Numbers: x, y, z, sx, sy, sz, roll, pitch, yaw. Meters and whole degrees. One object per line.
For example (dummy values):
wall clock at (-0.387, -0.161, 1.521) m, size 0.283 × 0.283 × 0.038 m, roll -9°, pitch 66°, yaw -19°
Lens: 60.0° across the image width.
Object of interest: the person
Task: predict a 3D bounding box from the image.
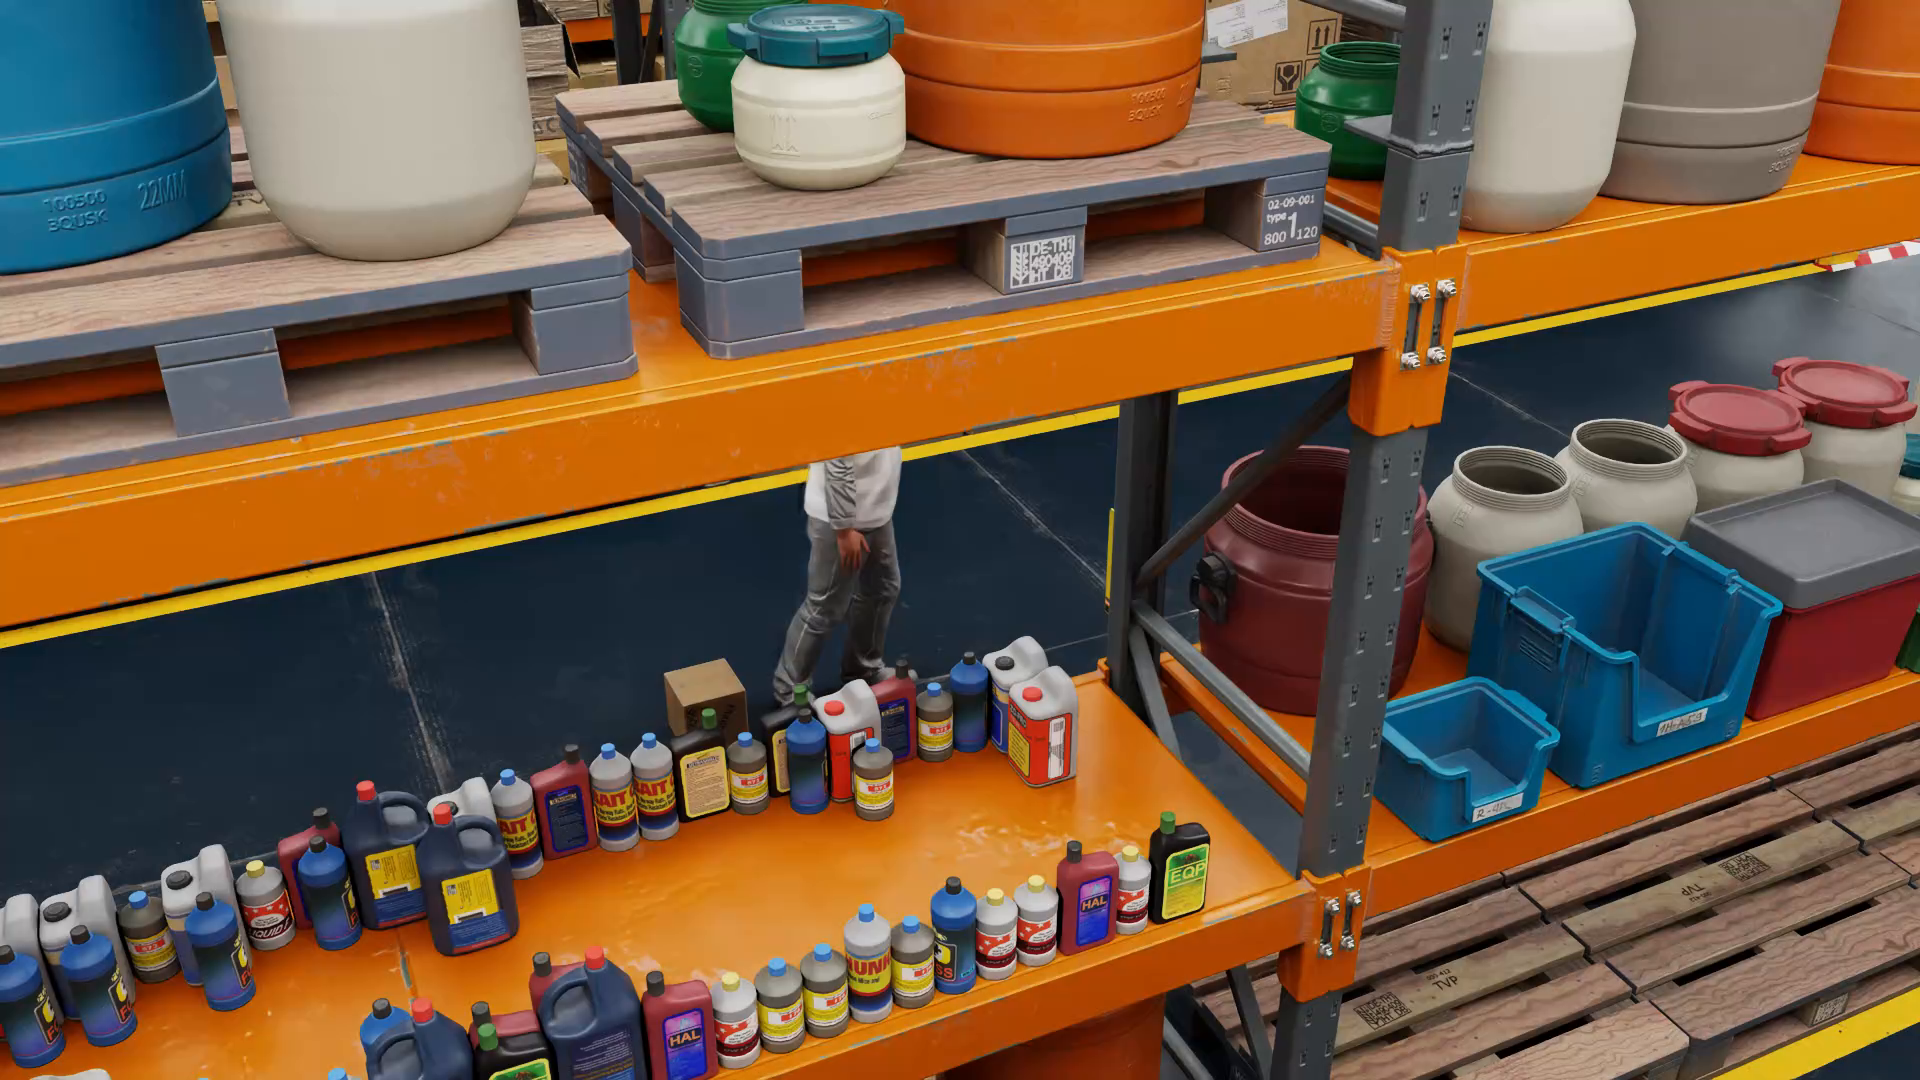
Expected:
person at (-0.464, -0.137, 6.351) m, size 0.563 × 1.759 × 0.562 m, roll 2°, pitch 29°, yaw 4°
